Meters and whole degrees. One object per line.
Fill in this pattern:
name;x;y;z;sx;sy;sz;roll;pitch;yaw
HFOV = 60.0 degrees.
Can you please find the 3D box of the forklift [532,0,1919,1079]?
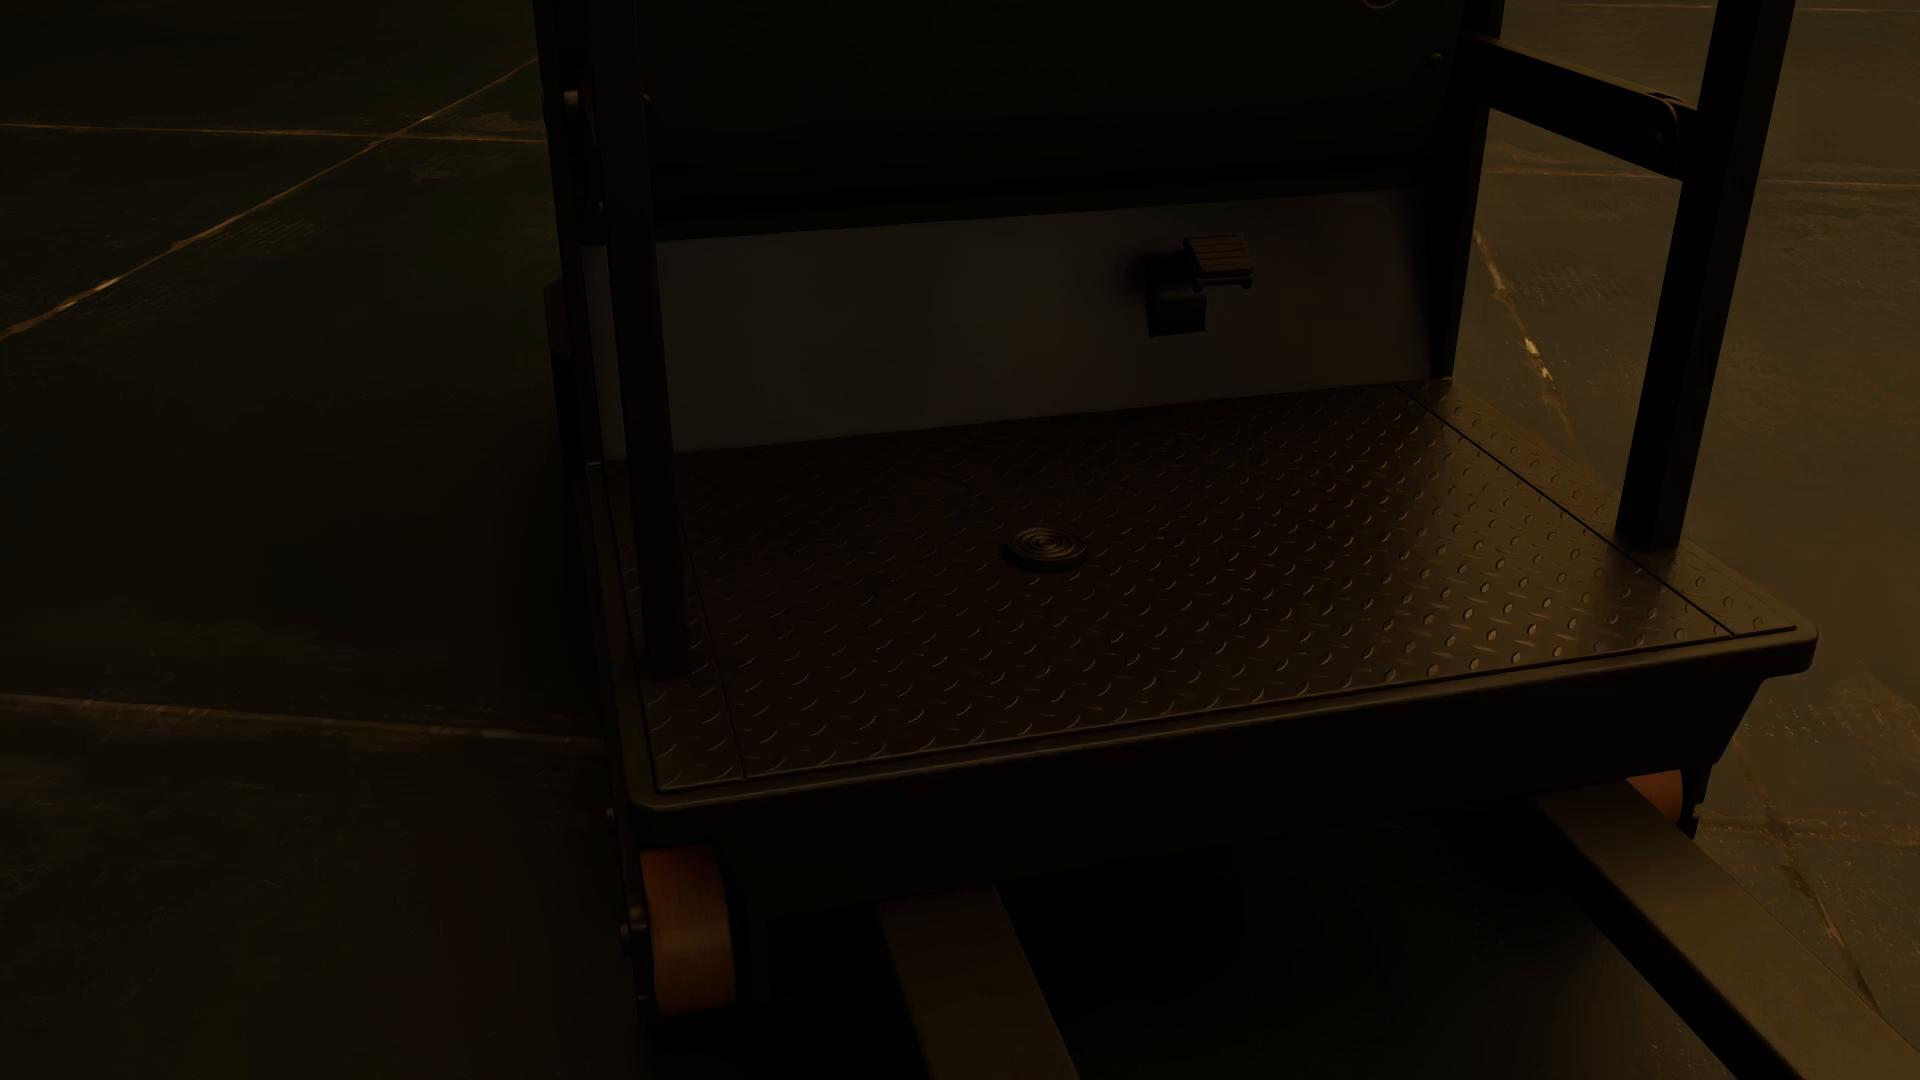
forklift;0.153;-1.049;1.319;1.130;2.935;3.031;-7;27;-13
